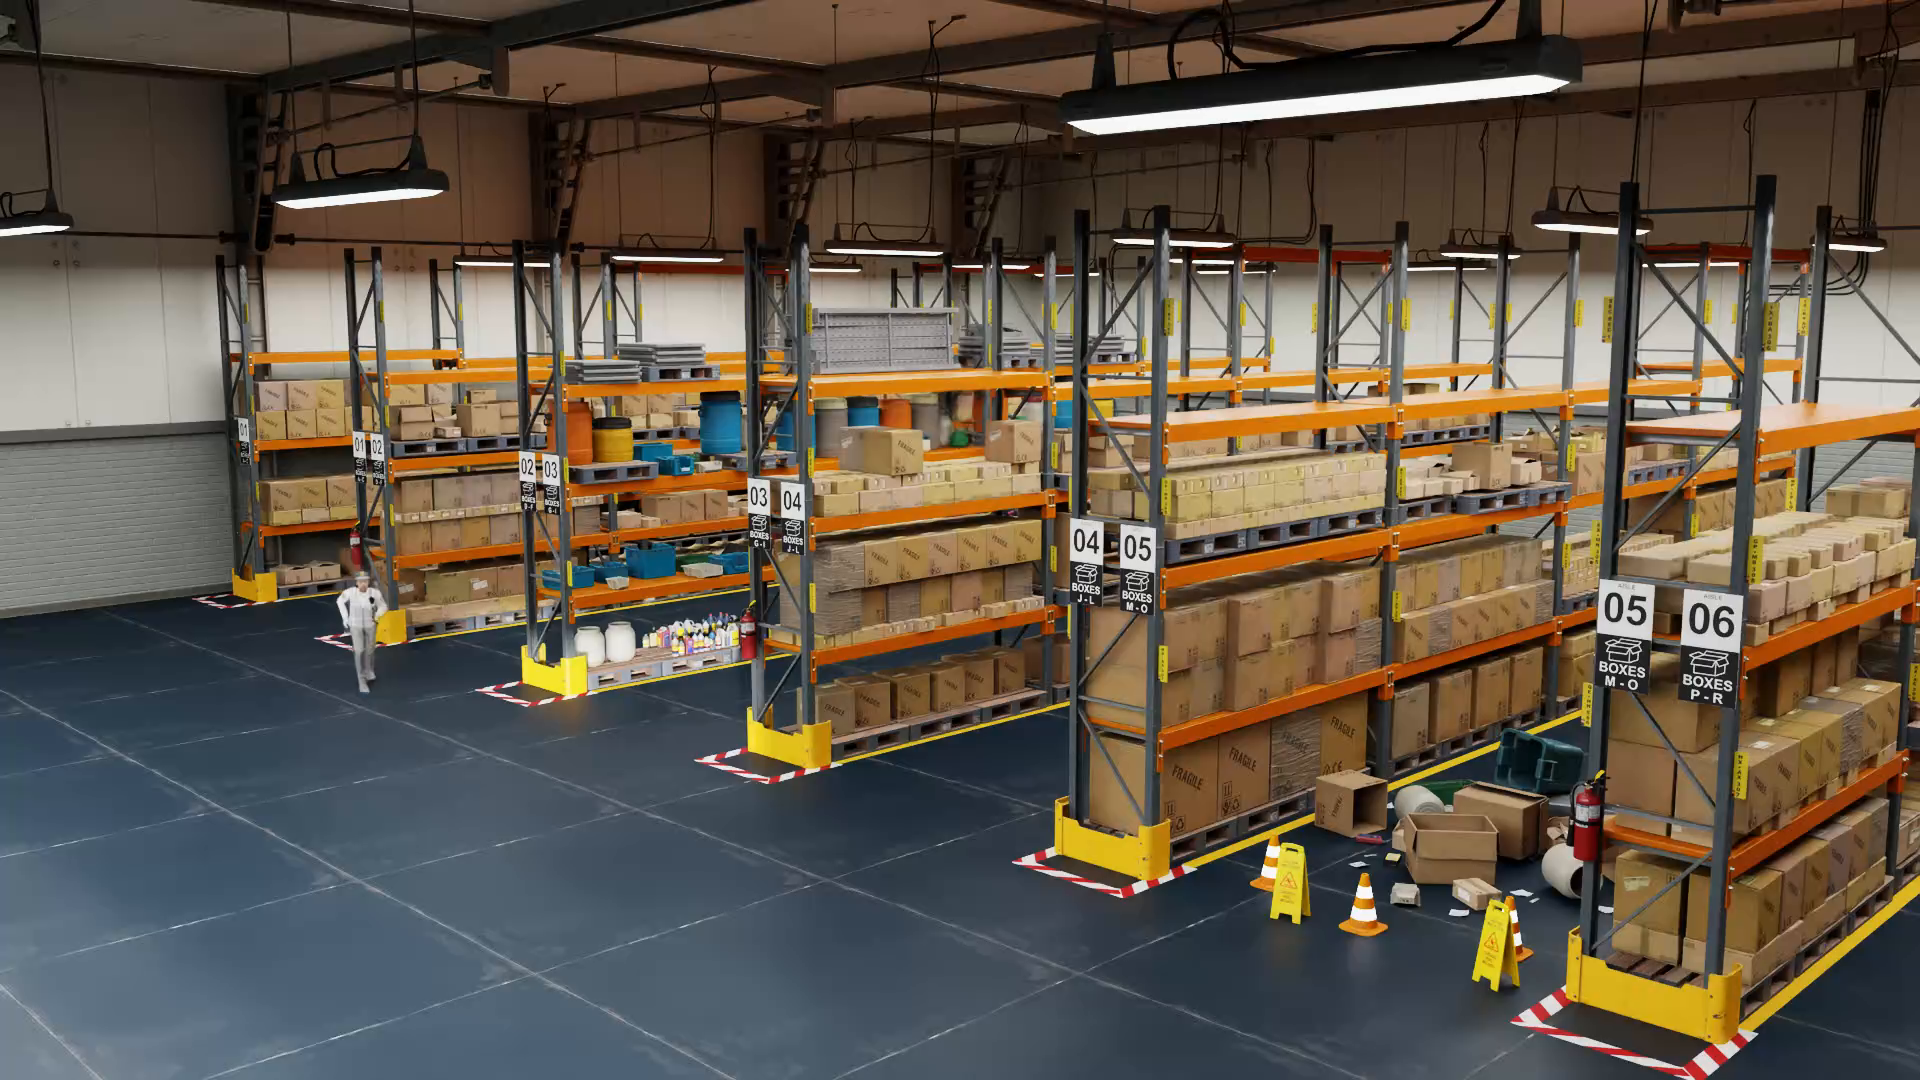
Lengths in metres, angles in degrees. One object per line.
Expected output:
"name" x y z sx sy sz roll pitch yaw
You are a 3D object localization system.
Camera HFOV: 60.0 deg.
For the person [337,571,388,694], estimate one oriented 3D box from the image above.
"person" -8.045 1.200 22.445 0.632 1.675 0.870 -3 9 -23
